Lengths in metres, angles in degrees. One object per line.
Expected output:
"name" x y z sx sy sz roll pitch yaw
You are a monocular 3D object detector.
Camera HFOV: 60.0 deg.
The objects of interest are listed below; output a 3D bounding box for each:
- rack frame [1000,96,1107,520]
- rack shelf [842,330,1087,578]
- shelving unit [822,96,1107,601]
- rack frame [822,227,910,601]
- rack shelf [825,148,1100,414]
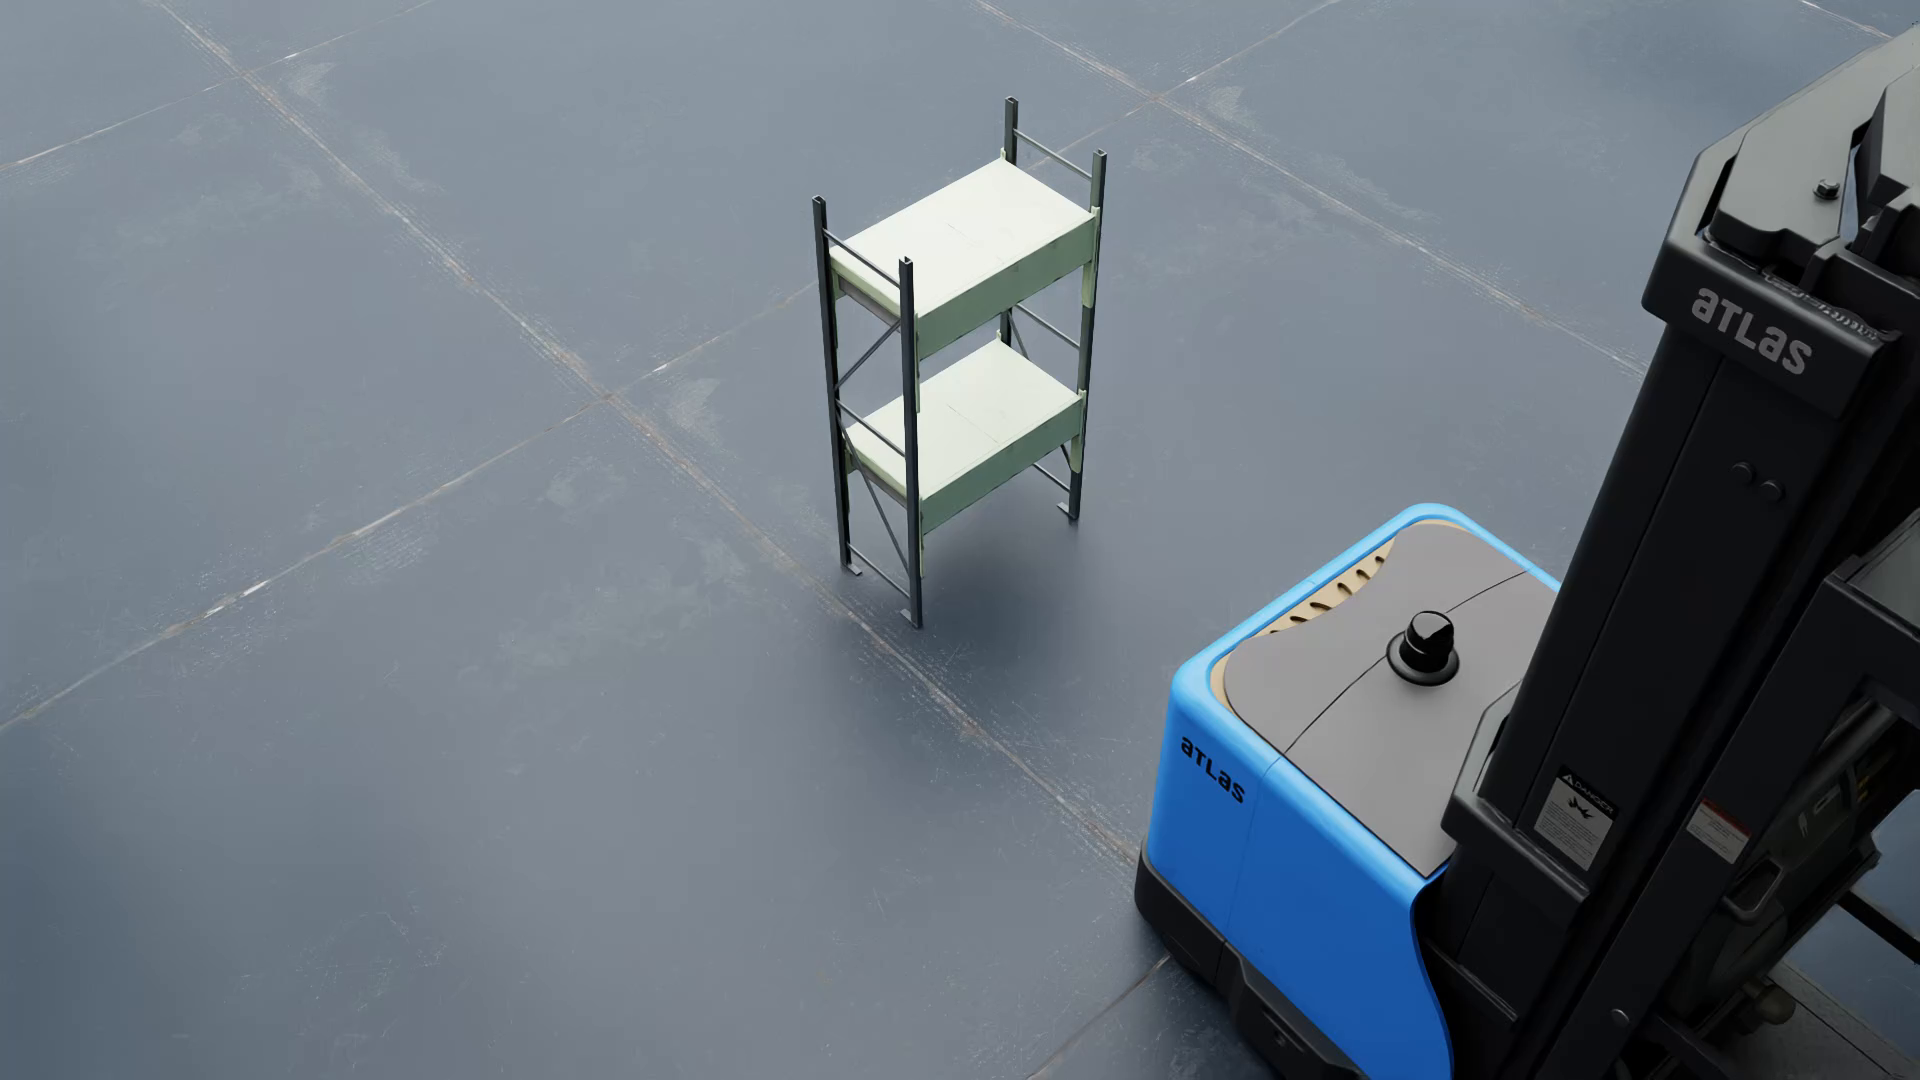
"rack frame" 0.276 -0.693 5.369 0.023 1.500 0.400 -34 56 -27
"rack shelf" 0.005 -0.291 5.441 0.720 0.370 0.431 -34 56 -27
"shelving unit" 0.007 -0.514 5.203 0.748 1.500 0.431 -34 56 -27
"rack frame" -0.267 -0.332 5.036 0.010 1.308 0.380 -34 56 -27
"rack shelf" 0.005 -0.777 4.915 0.720 0.370 0.431 -34 56 -27
